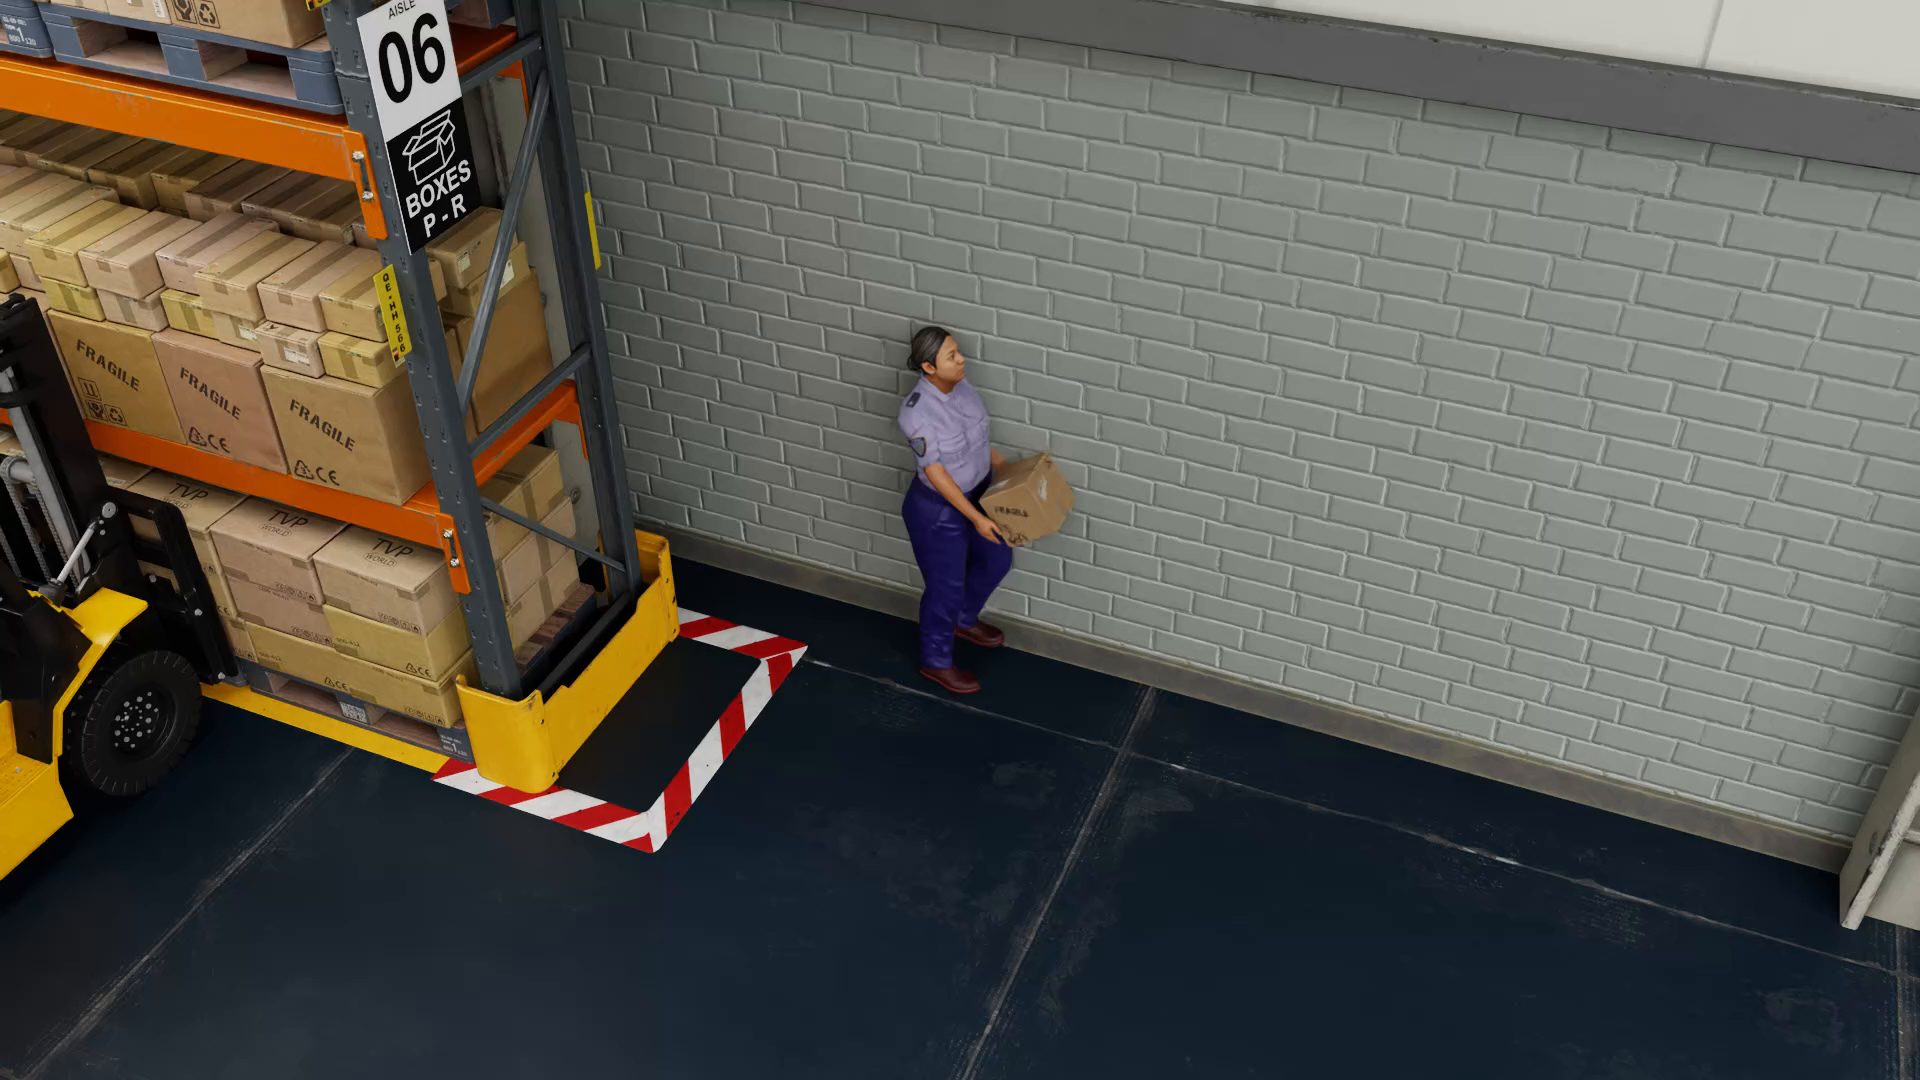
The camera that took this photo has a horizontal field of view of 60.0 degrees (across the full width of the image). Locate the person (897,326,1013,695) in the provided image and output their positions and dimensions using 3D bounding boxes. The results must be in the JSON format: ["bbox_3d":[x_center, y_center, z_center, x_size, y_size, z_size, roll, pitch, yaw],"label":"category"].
[{"bbox_3d":[0.016,-0.124,7.001,0.516,1.634,0.476,20,42,24],"label":"person"}]
